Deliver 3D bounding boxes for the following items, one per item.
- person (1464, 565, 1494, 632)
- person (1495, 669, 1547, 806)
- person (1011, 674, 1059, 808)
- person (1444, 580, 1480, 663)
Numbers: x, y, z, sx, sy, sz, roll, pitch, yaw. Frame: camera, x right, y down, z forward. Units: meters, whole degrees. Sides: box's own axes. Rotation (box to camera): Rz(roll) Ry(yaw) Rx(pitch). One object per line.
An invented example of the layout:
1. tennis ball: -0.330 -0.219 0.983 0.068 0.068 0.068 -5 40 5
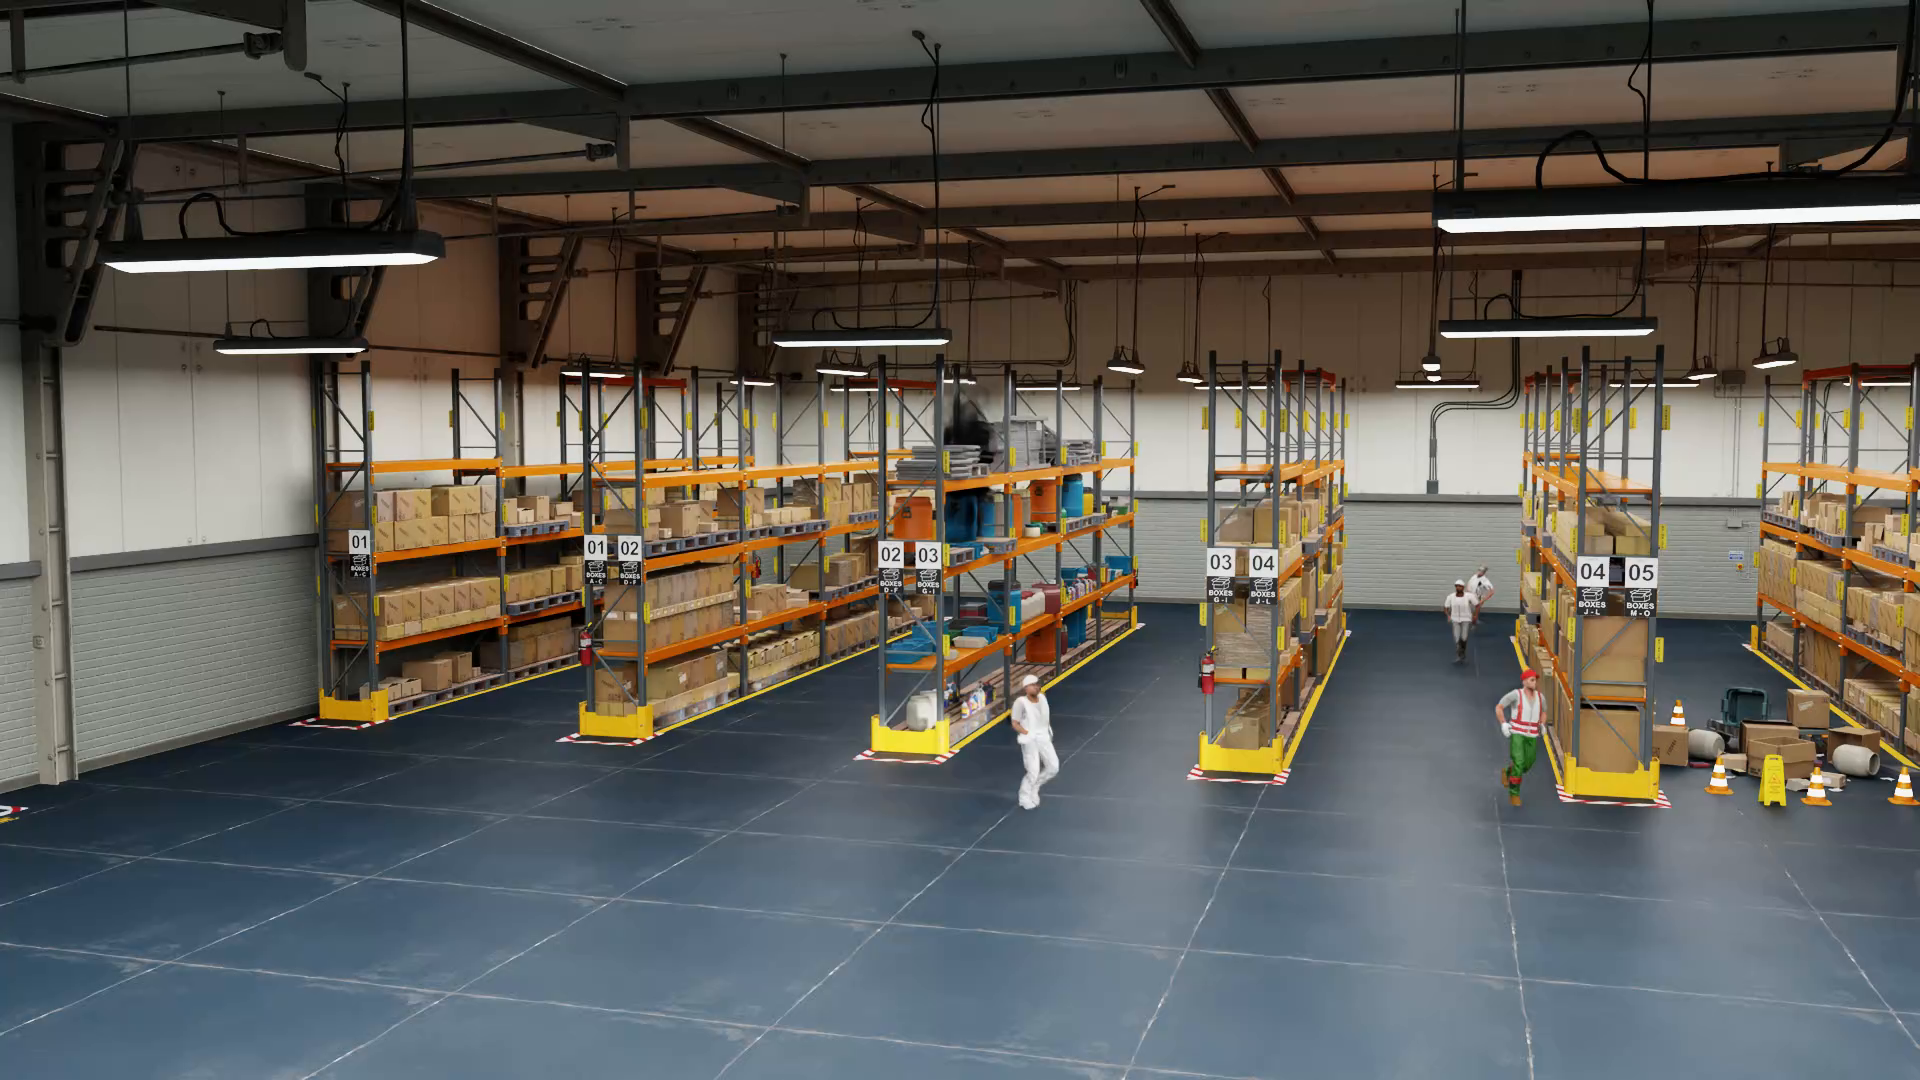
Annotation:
1. person: 12.071 1.402 38.802 0.794 1.662 0.844 -2 5 -30
2. person: 7.434 2.580 21.999 0.705 1.755 0.731 -1 4 -8
3. person: 0.988 2.599 21.404 0.695 1.737 0.566 -3 5 -38
4. person: 10.349 1.687 34.387 0.708 1.724 0.517 2 5 26
